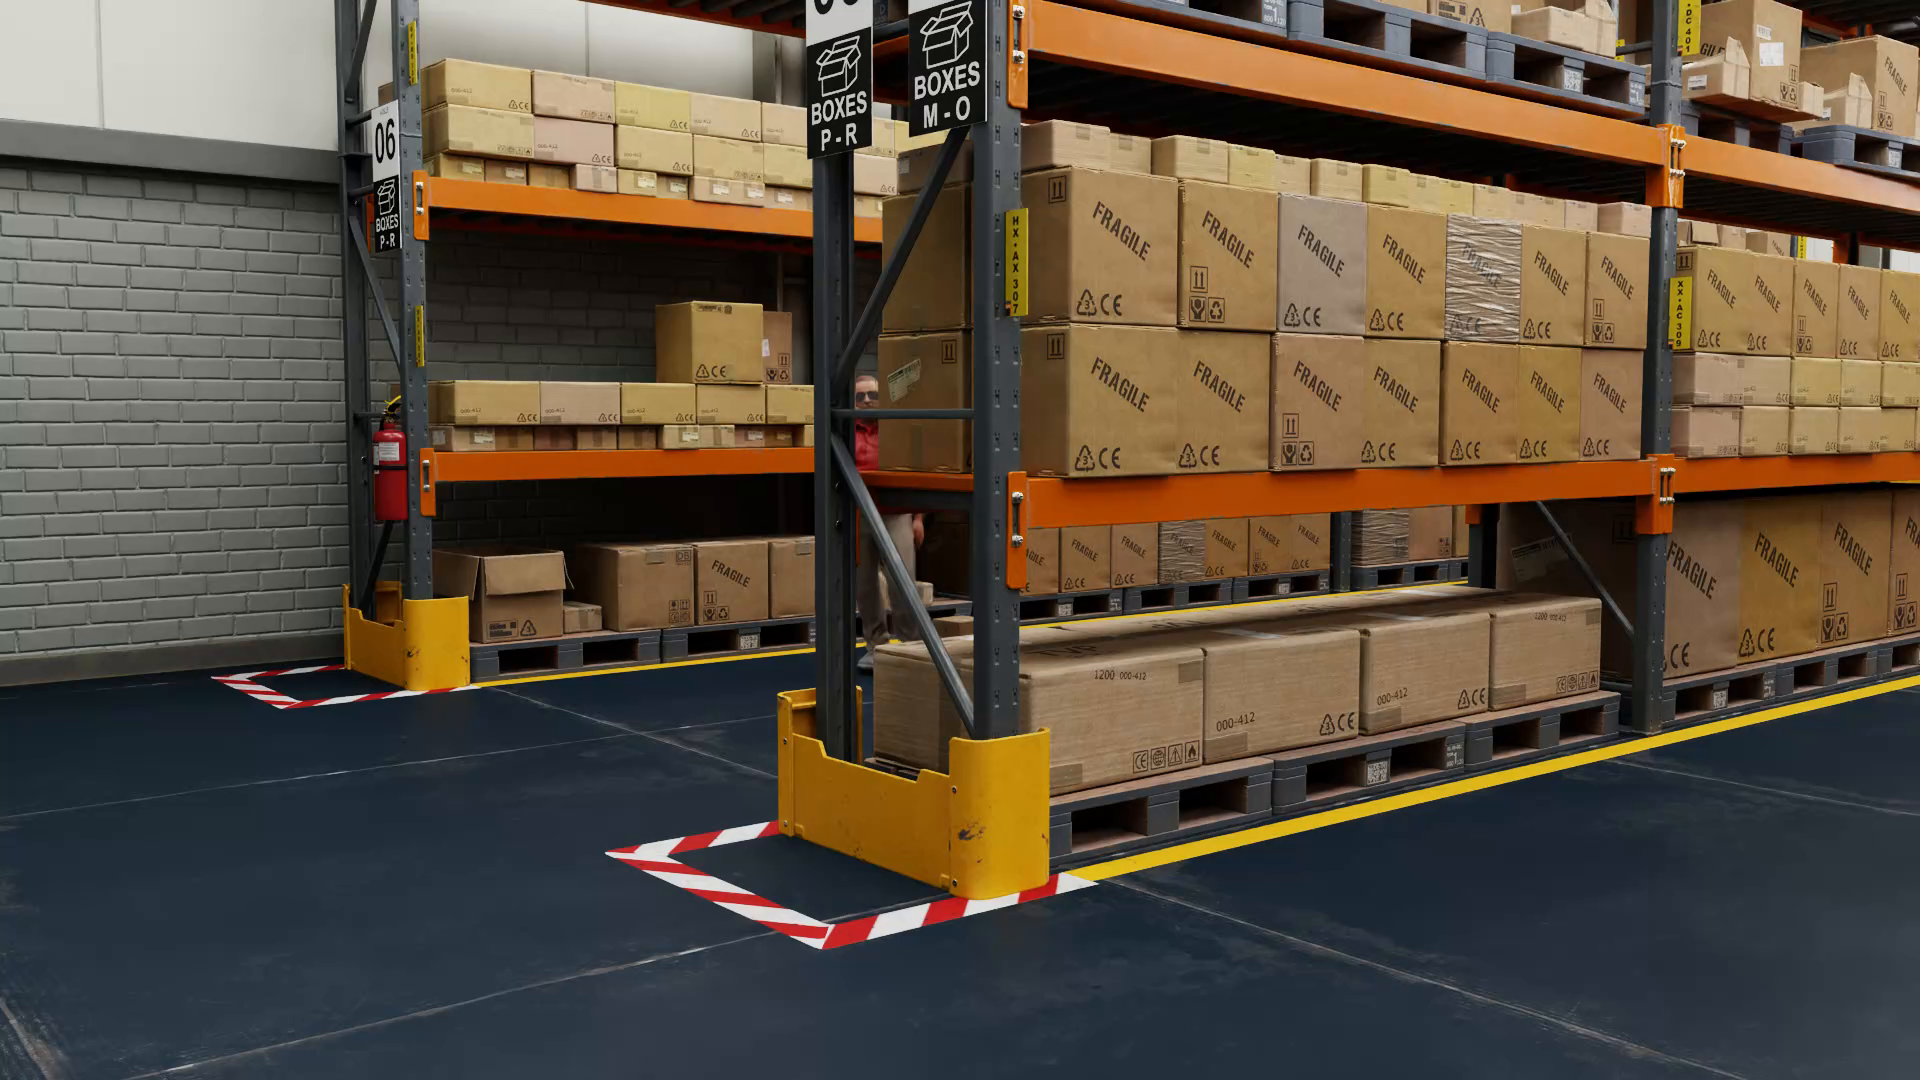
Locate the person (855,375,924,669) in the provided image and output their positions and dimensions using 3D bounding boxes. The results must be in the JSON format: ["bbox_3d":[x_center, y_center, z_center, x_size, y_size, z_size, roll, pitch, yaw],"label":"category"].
[{"bbox_3d":[-0.425,-0.065,9.617,0.664,1.769,0.491,1,4,11],"label":"person"}]
